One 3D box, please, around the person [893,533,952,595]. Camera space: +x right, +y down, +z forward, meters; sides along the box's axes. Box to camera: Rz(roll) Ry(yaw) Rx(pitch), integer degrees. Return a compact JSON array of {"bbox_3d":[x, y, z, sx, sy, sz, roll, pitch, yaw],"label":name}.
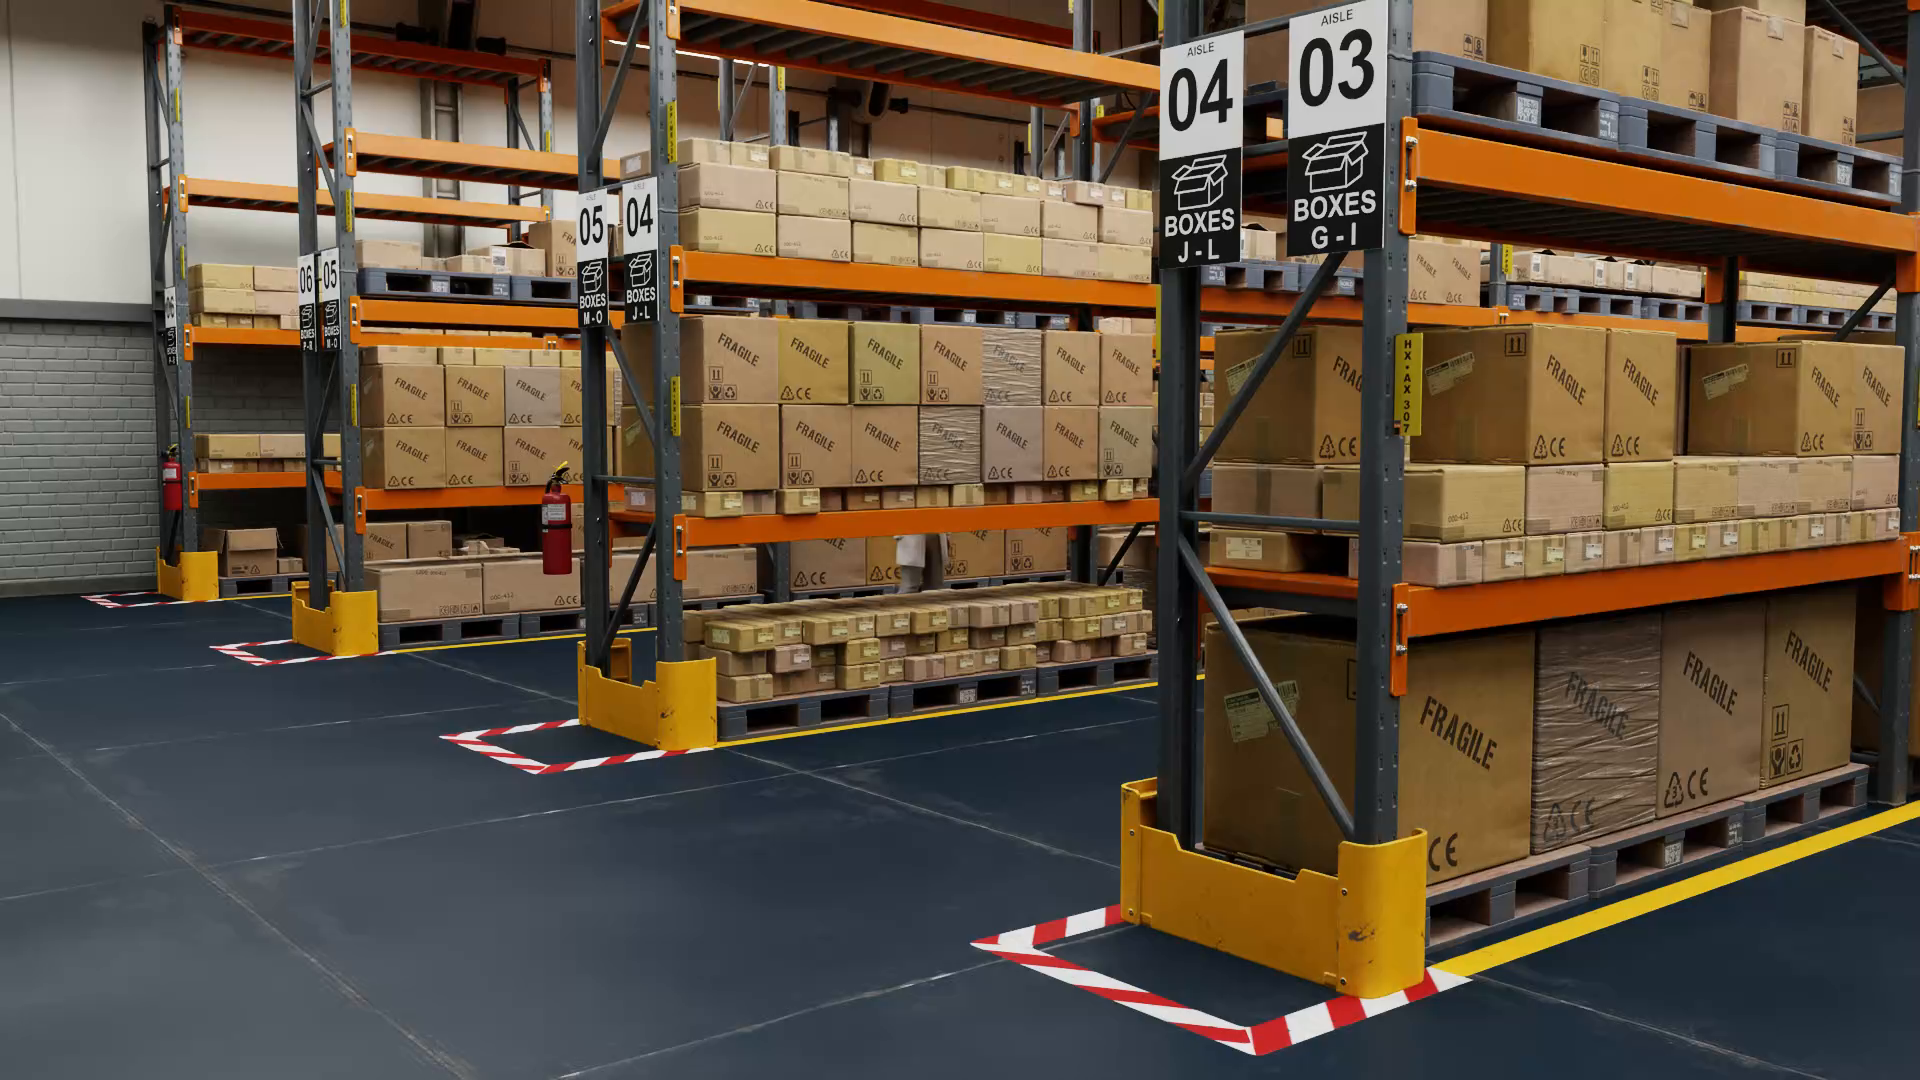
[{"bbox_3d":[-0.301,-0.014,13.651,0.562,1.775,0.379,-3,5,-37],"label":"person"}]
